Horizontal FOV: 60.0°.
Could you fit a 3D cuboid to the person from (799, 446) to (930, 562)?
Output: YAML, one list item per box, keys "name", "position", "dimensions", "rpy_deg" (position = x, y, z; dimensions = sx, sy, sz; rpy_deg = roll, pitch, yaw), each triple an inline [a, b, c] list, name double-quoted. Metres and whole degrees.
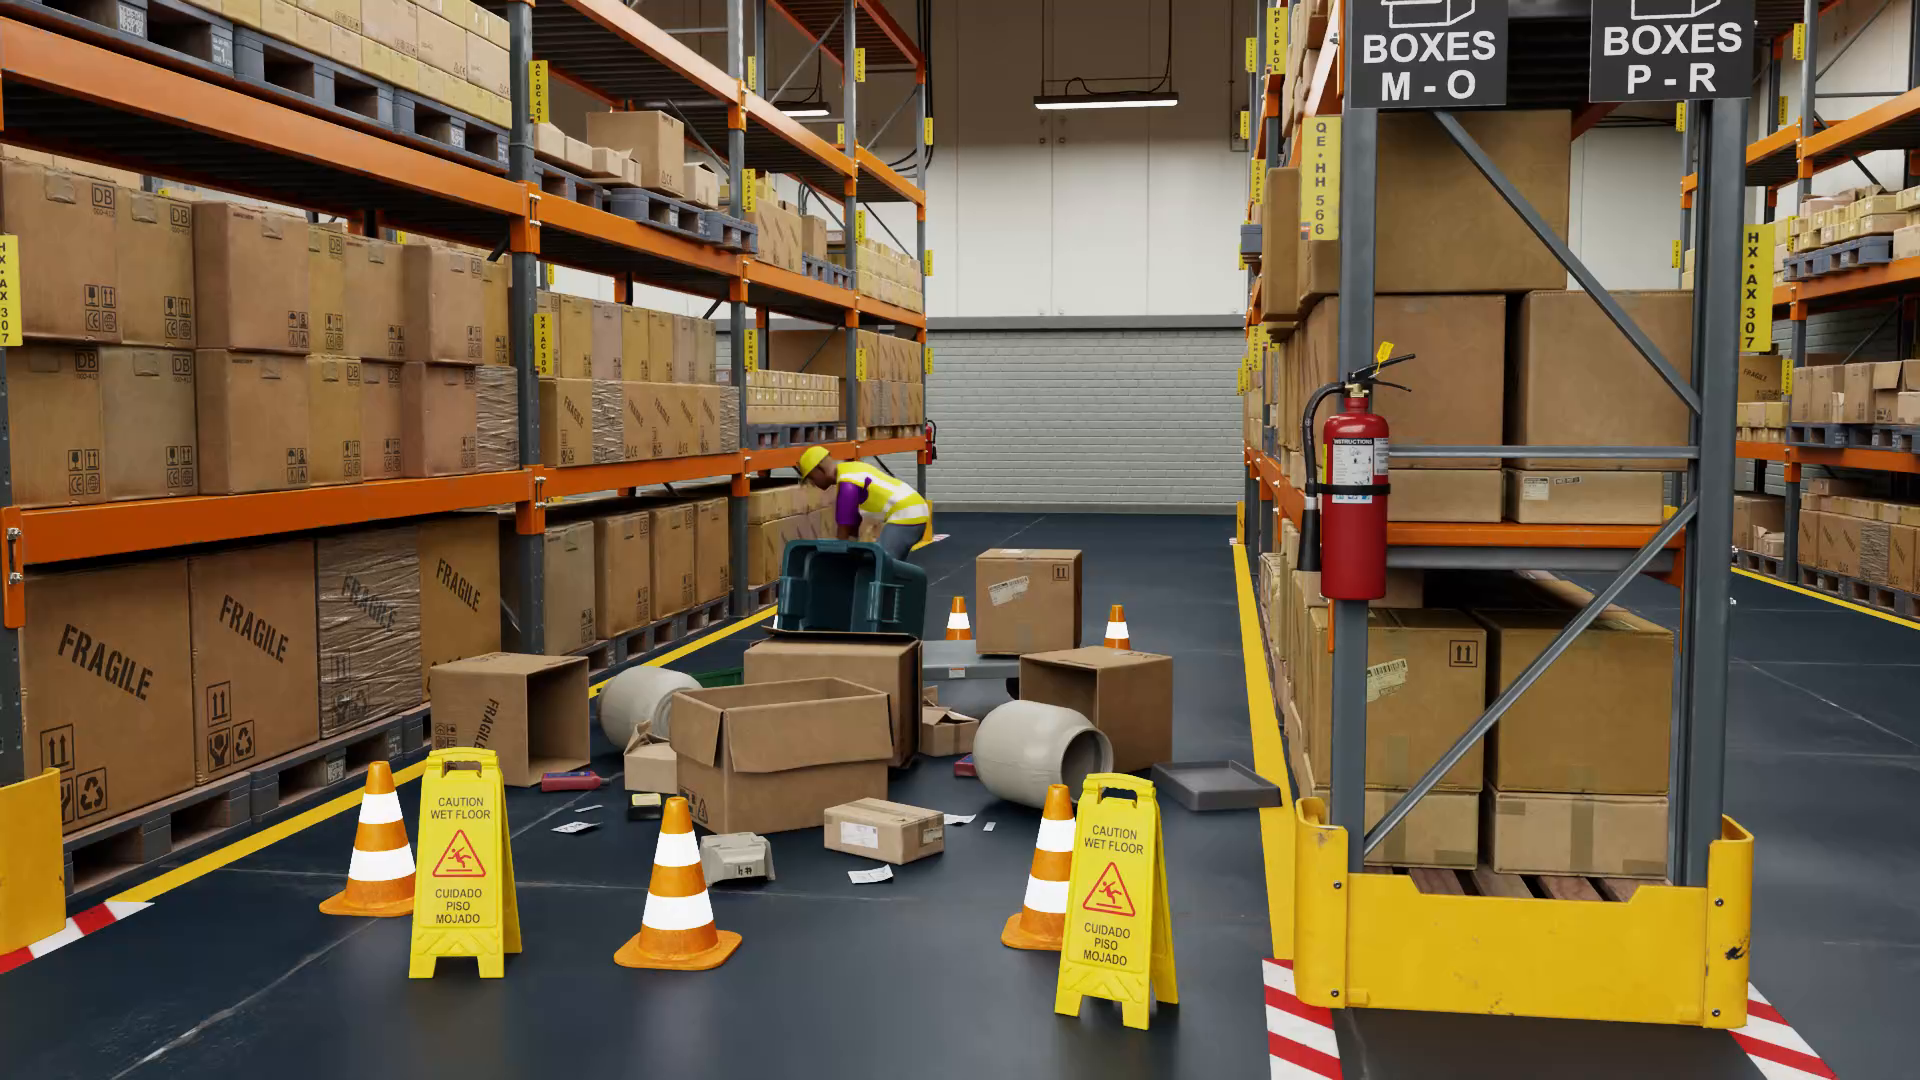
- name: "person"
  position: [-0.658, 0.042, 11.453]
  dimensions: [0.897, 1.376, 0.490]
  rpy_deg: [1, 4, 7]
